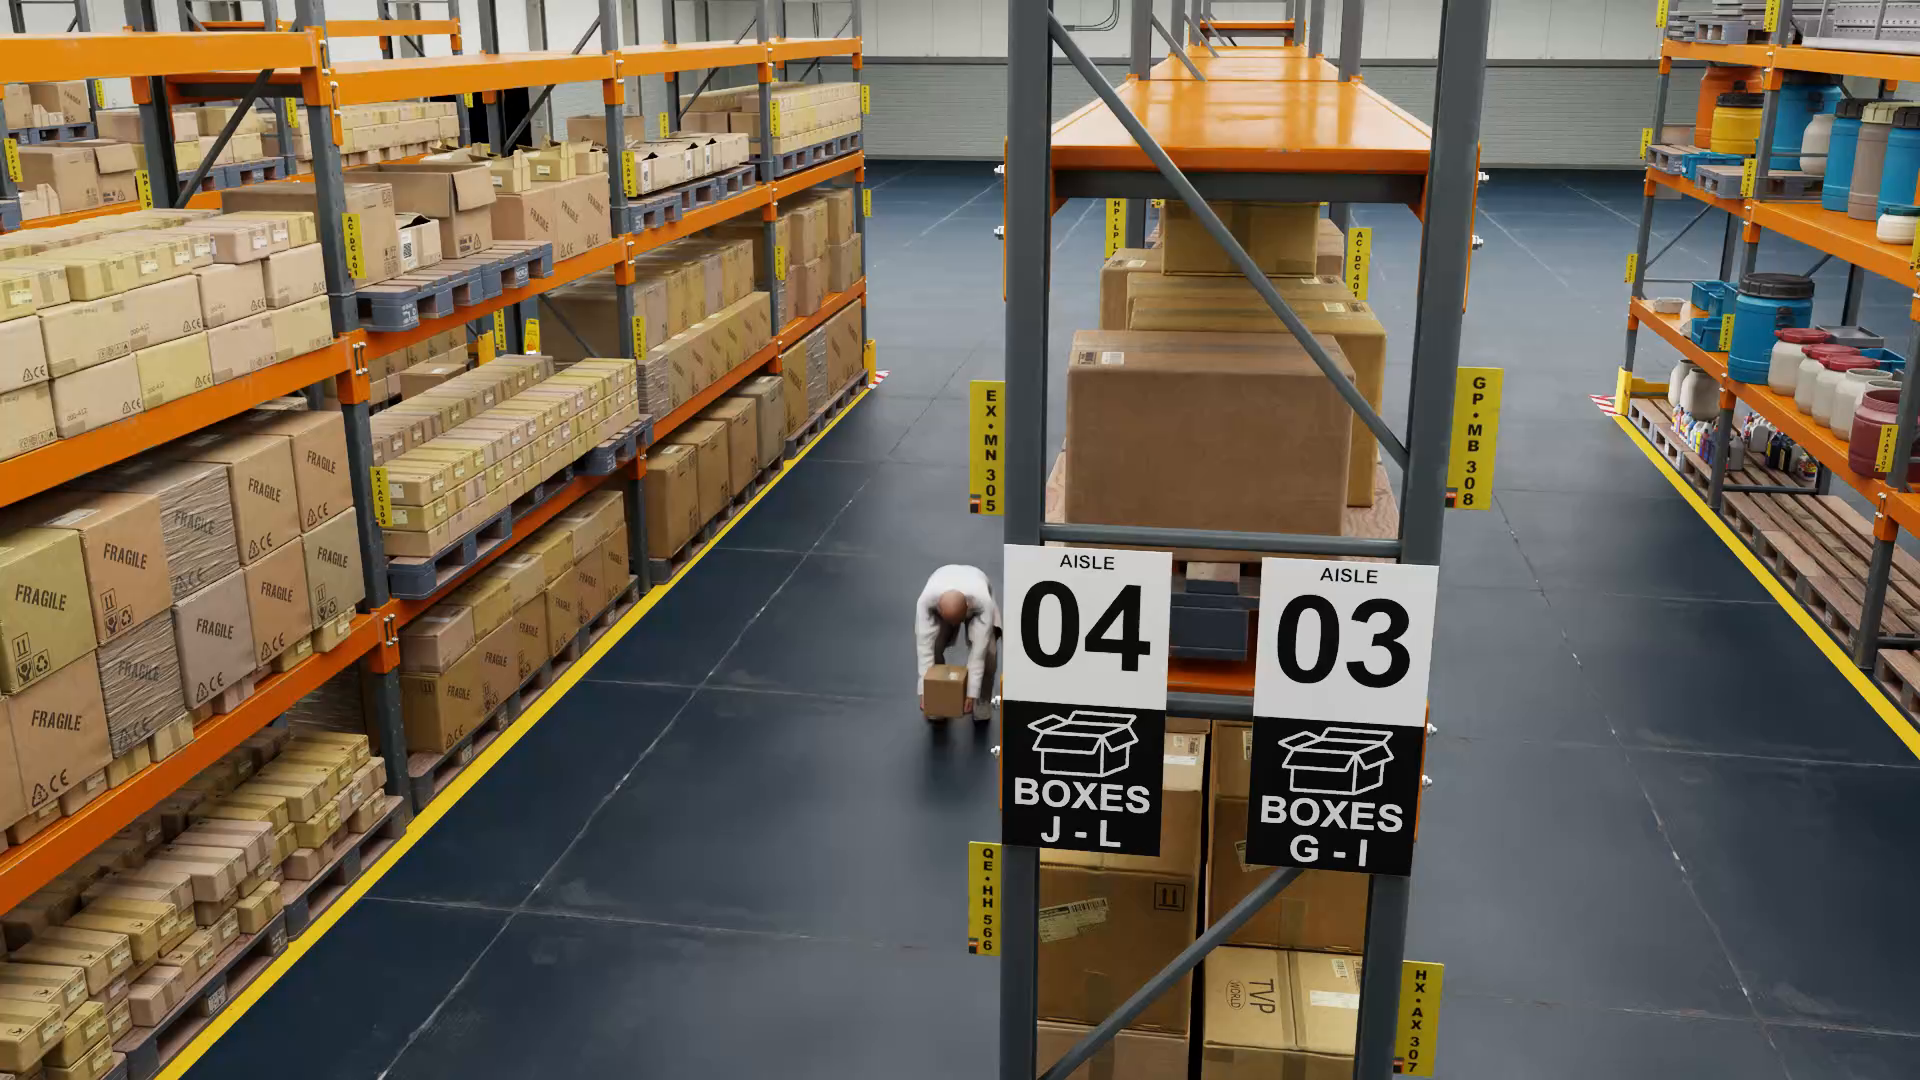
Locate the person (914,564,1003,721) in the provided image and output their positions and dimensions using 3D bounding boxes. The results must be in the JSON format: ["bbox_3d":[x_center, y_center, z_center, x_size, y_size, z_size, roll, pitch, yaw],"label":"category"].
[{"bbox_3d":[-0.017,0.693,10.645,0.590,1.019,0.942,2,18,6],"label":"person"}]
